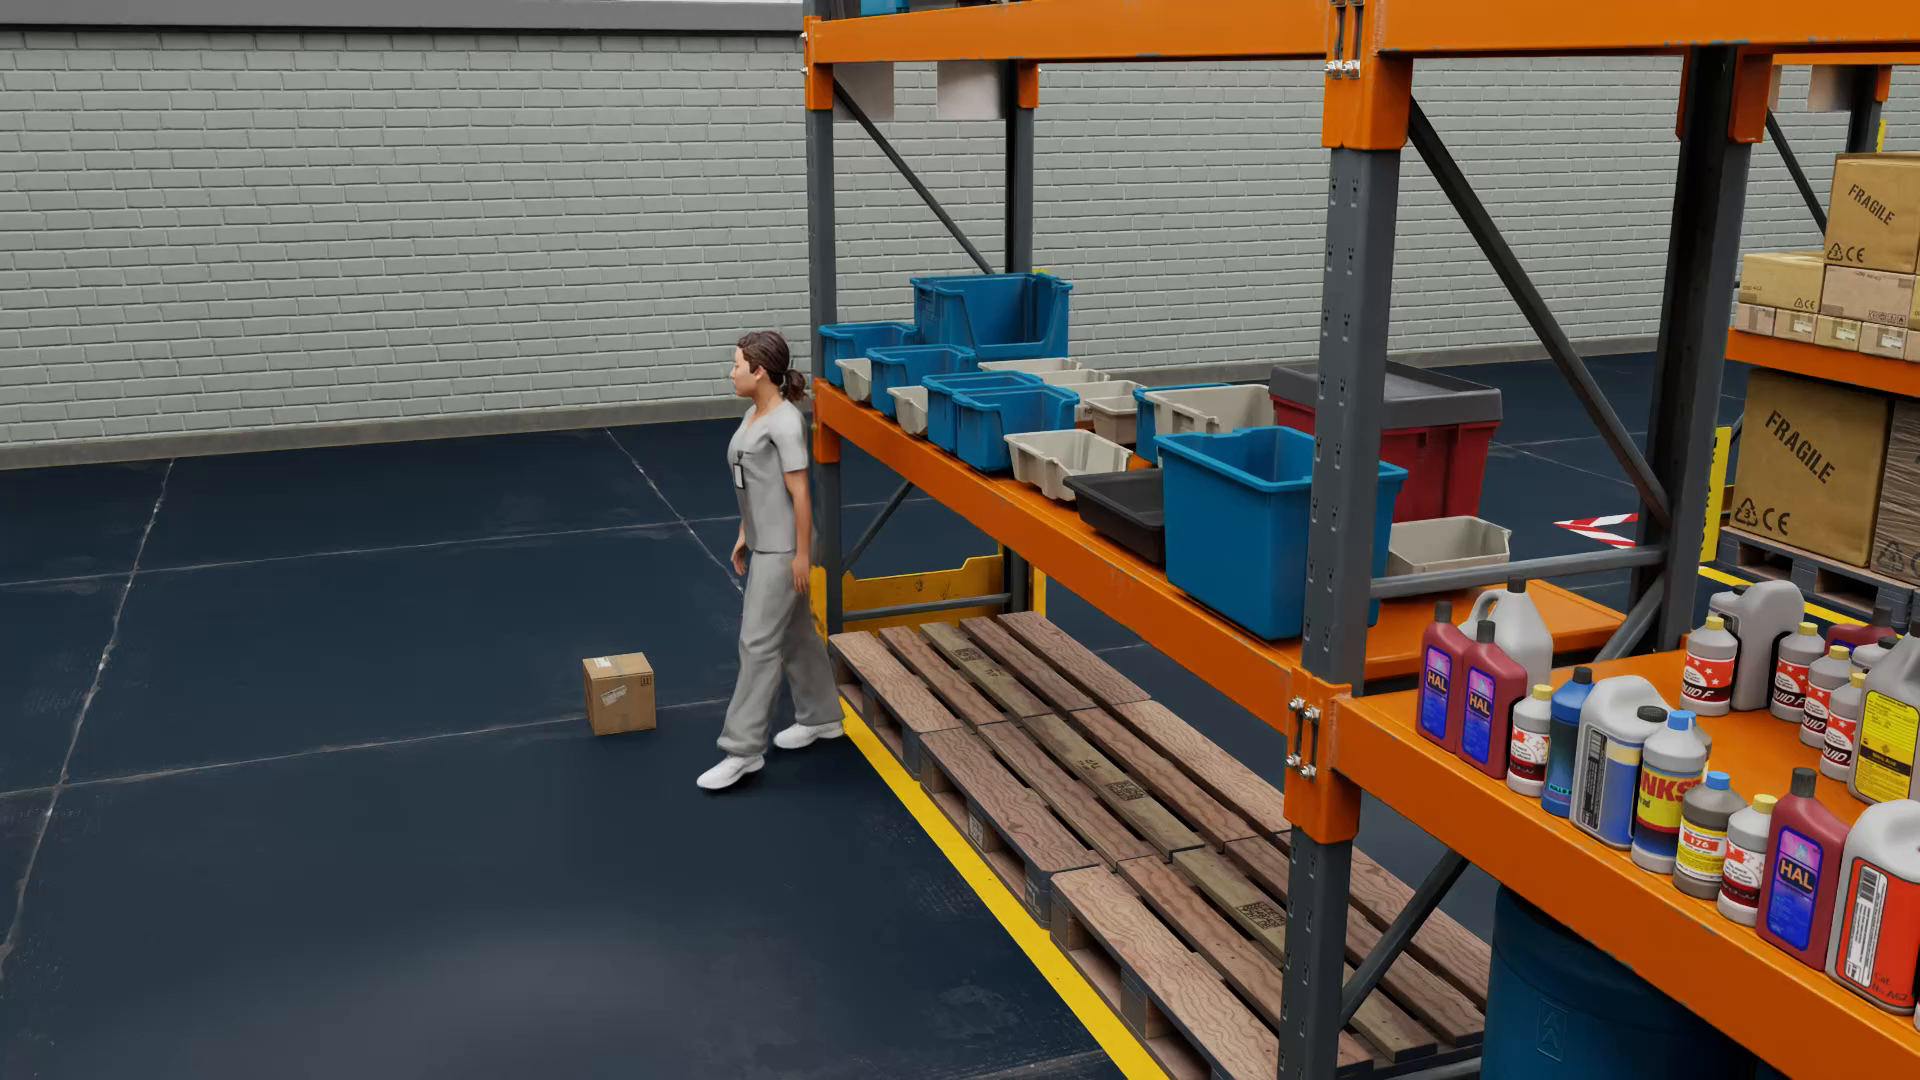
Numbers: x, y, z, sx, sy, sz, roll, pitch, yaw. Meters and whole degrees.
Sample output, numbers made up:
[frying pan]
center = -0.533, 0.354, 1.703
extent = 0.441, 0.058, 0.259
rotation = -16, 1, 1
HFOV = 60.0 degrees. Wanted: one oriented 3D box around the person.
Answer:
[person]
center = -0.750, 0.045, 6.318
extent = 0.674, 1.659, 0.545
rotation = -6, 17, -20
